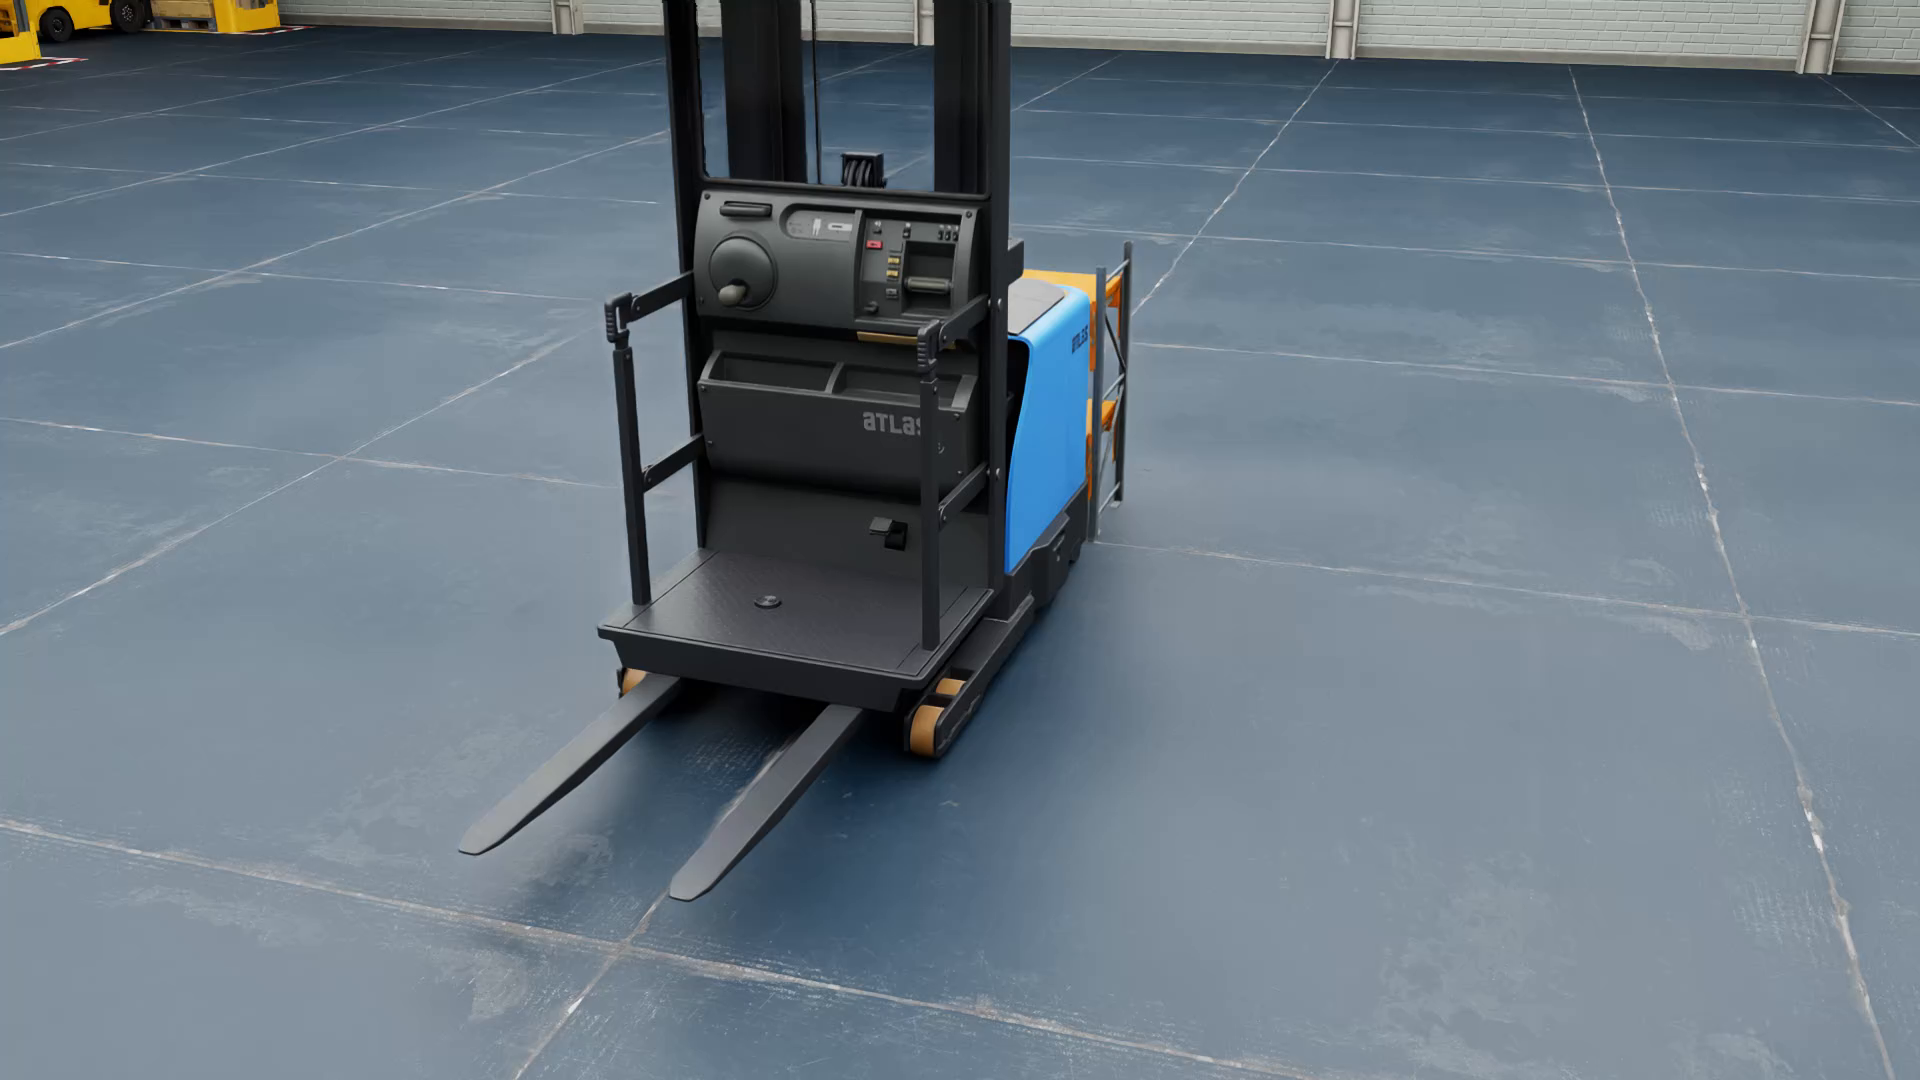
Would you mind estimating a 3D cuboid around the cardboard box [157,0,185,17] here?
[{"bbox_3d":[-12.544,-8.582,26.810,0.500,0.250,0.500,7,23,15],"label":"cardboard box"}]

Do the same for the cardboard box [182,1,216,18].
[{"bbox_3d":[-12.071,-8.524,26.668,0.500,0.250,0.500,7,23,16],"label":"cardboard box"}]

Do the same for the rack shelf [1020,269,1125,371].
[{"bbox_3d":[0.131,-0.940,6.807,1.000,0.278,0.538,7,23,17],"label":"rack shelf"}]

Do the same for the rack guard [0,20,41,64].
[{"bbox_3d":[-13.033,-6.713,22.478,0.348,0.500,1.175,7,23,16],"label":"rack guard"}]

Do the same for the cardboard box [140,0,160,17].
[{"bbox_3d":[-13.021,-8.640,26.951,0.500,0.250,0.500,7,23,16],"label":"cardboard box"}]

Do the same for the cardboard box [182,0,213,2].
[{"bbox_3d":[-12.086,-8.759,26.581,0.500,0.250,0.500,6,23,15],"label":"cardboard box"}]

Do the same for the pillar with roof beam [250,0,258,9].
[{"bbox_3d":[-13.180,-11.281,22.413,0.400,9.000,9.100,7,23,16],"label":"pillar with roof beam"}]

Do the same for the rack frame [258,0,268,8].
[{"bbox_3d":[-11.530,-9.665,26.381,0.127,3.000,1.000,7,23,16],"label":"rack frame"}]

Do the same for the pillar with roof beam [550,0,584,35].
[{"bbox_3d":[-7.435,-10.623,20.810,0.400,9.000,9.100,7,23,16],"label":"pillar with roof beam"}]

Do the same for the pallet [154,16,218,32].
[{"bbox_3d":[-12.274,-8.444,27.077,1.213,0.211,1.003,7,23,16],"label":"pallet"}]

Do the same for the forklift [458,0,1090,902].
[{"bbox_3d":[-0.466,-0.856,4.995,1.130,2.935,3.031,8,24,18],"label":"forklift"}]

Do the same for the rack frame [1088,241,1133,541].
[{"bbox_3d":[0.614,-0.608,6.770,0.032,1.125,0.500,7,23,17],"label":"rack frame"}]

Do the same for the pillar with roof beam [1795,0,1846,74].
[{"bbox_3d":[9.797,-8.650,15.999,0.400,9.000,9.100,7,23,16],"label":"pillar with roof beam"}]

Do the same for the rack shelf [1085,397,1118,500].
[{"bbox_3d":[0.131,-0.443,7.011,1.000,0.278,0.538,7,23,17],"label":"rack shelf"}]

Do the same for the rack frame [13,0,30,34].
[{"bbox_3d":[-12.960,-7.862,21.983,0.127,3.000,1.000,7,23,16],"label":"rack frame"}]

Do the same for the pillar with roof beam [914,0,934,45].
[{"bbox_3d":[-1.691,-9.965,19.206,0.400,9.000,9.100,7,23,16],"label":"pillar with roof beam"}]

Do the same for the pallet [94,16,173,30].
[{"bbox_3d":[-13.438,-8.578,27.405,1.213,0.211,1.003,7,23,15],"label":"pallet"}]

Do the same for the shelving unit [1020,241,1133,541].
[{"bbox_3d":[0.131,-0.669,6.918,1.048,1.125,0.538,7,23,17],"label":"shelving unit"}]

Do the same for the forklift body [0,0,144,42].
[{"bbox_3d":[-13.872,-8.818,25.432,1.214,2.155,2.313,7,23,16],"label":"forklift body"}]

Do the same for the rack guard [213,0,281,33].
[{"bbox_3d":[-11.507,-8.506,26.848,0.348,0.500,1.175,7,23,16],"label":"rack guard"}]

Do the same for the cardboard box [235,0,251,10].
[{"bbox_3d":[-11.944,-8.712,27.127,0.500,0.250,0.500,7,23,16],"label":"cardboard box"}]

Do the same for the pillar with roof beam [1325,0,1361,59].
[{"bbox_3d":[4.053,-9.307,17.603,0.400,9.000,9.100,7,23,16],"label":"pillar with roof beam"}]
